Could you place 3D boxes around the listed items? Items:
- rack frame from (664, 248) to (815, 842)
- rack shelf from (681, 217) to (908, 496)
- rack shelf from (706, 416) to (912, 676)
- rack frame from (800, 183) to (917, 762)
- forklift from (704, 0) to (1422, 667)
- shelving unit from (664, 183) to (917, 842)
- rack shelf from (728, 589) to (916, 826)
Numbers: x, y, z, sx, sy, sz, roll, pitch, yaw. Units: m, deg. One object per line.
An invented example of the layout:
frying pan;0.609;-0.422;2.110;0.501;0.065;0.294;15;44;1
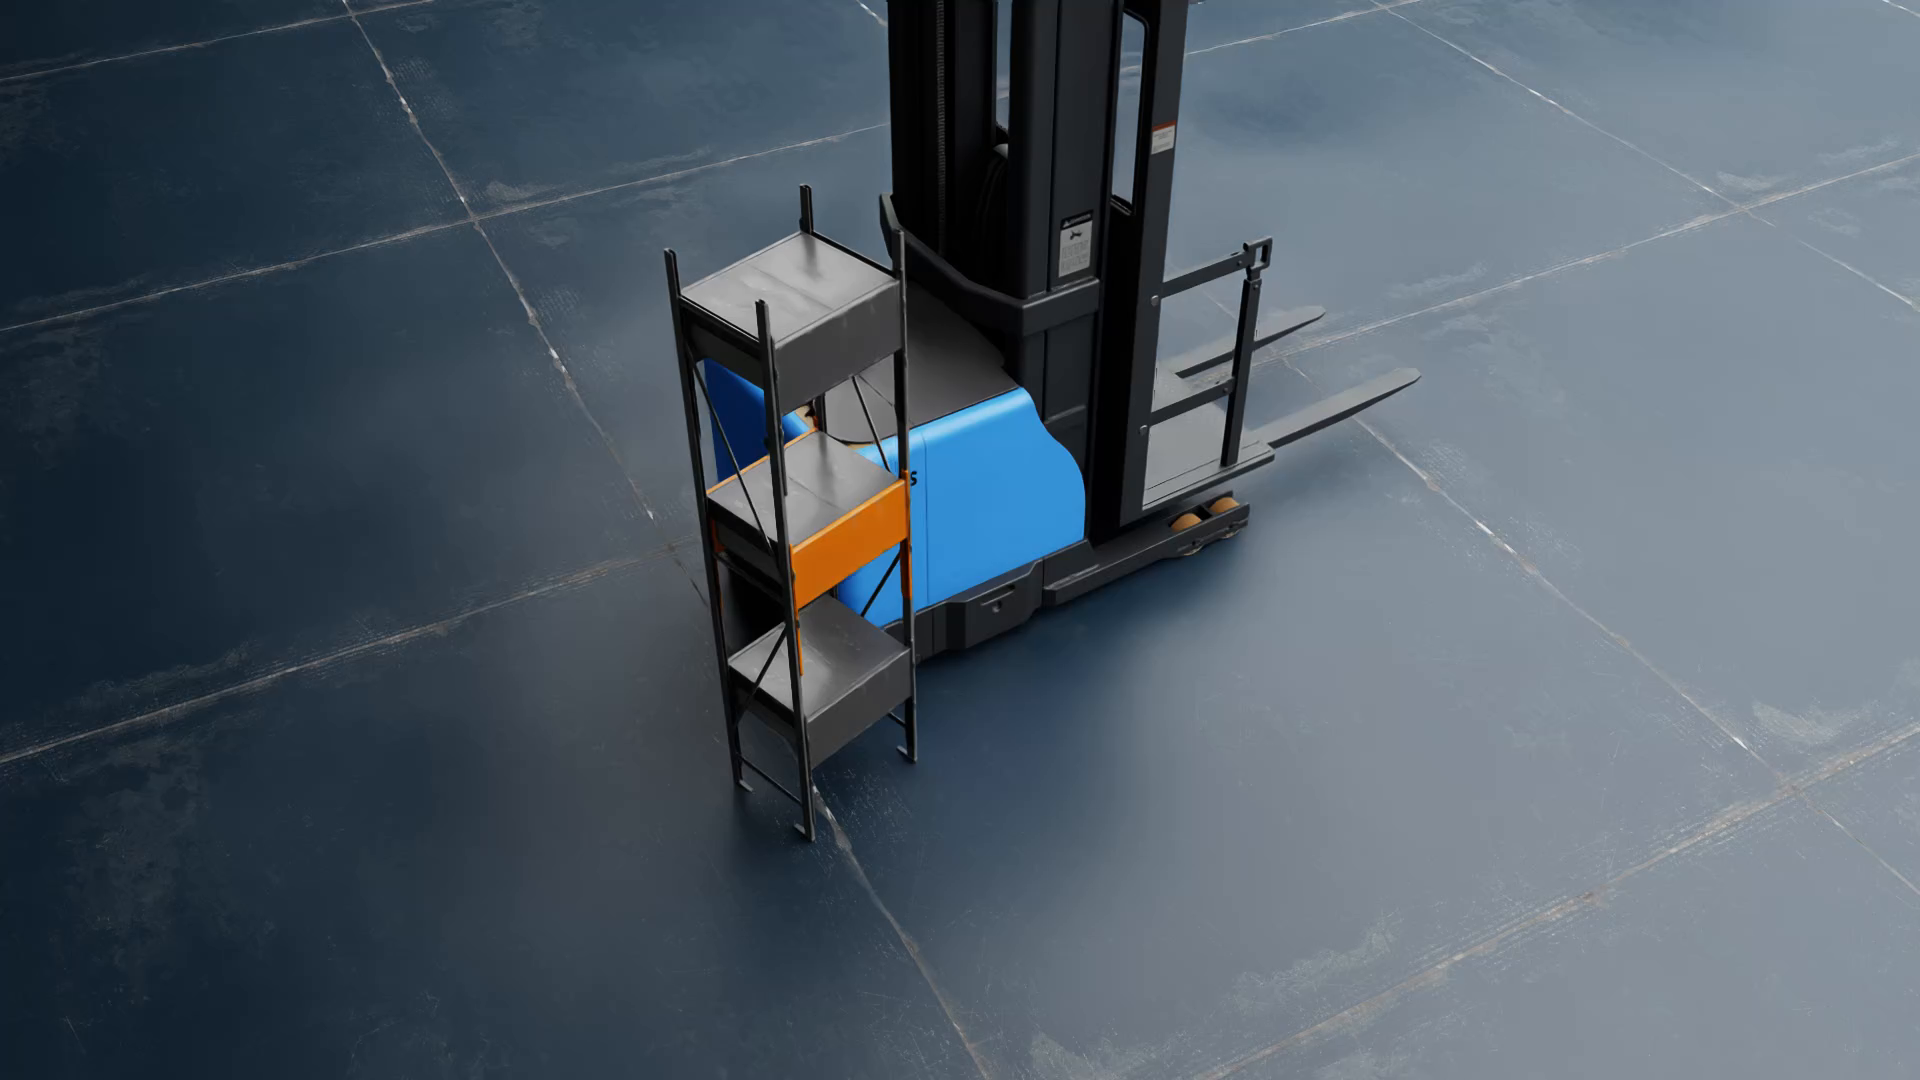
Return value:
rack frame;-0.635;0.117;4.987;0.400;2.100;0.015;31;49;32
rack shelf;-0.468;-0.522;4.679;0.431;0.518;0.480;31;49;32
rack shelf;-0.468;0.012;5.131;0.431;0.518;0.480;31;49;32
rack frame;-0.301;-0.113;5.258;0.400;2.100;0.015;31;49;32
forklift;0.569;-1.321;6.042;3.031;2.935;1.130;-23;45;-25
shelving unit;-0.468;0.002;5.123;0.431;2.100;0.503;31;49;32
rack shelf;-0.468;0.546;5.584;0.431;0.518;0.480;31;49;32
